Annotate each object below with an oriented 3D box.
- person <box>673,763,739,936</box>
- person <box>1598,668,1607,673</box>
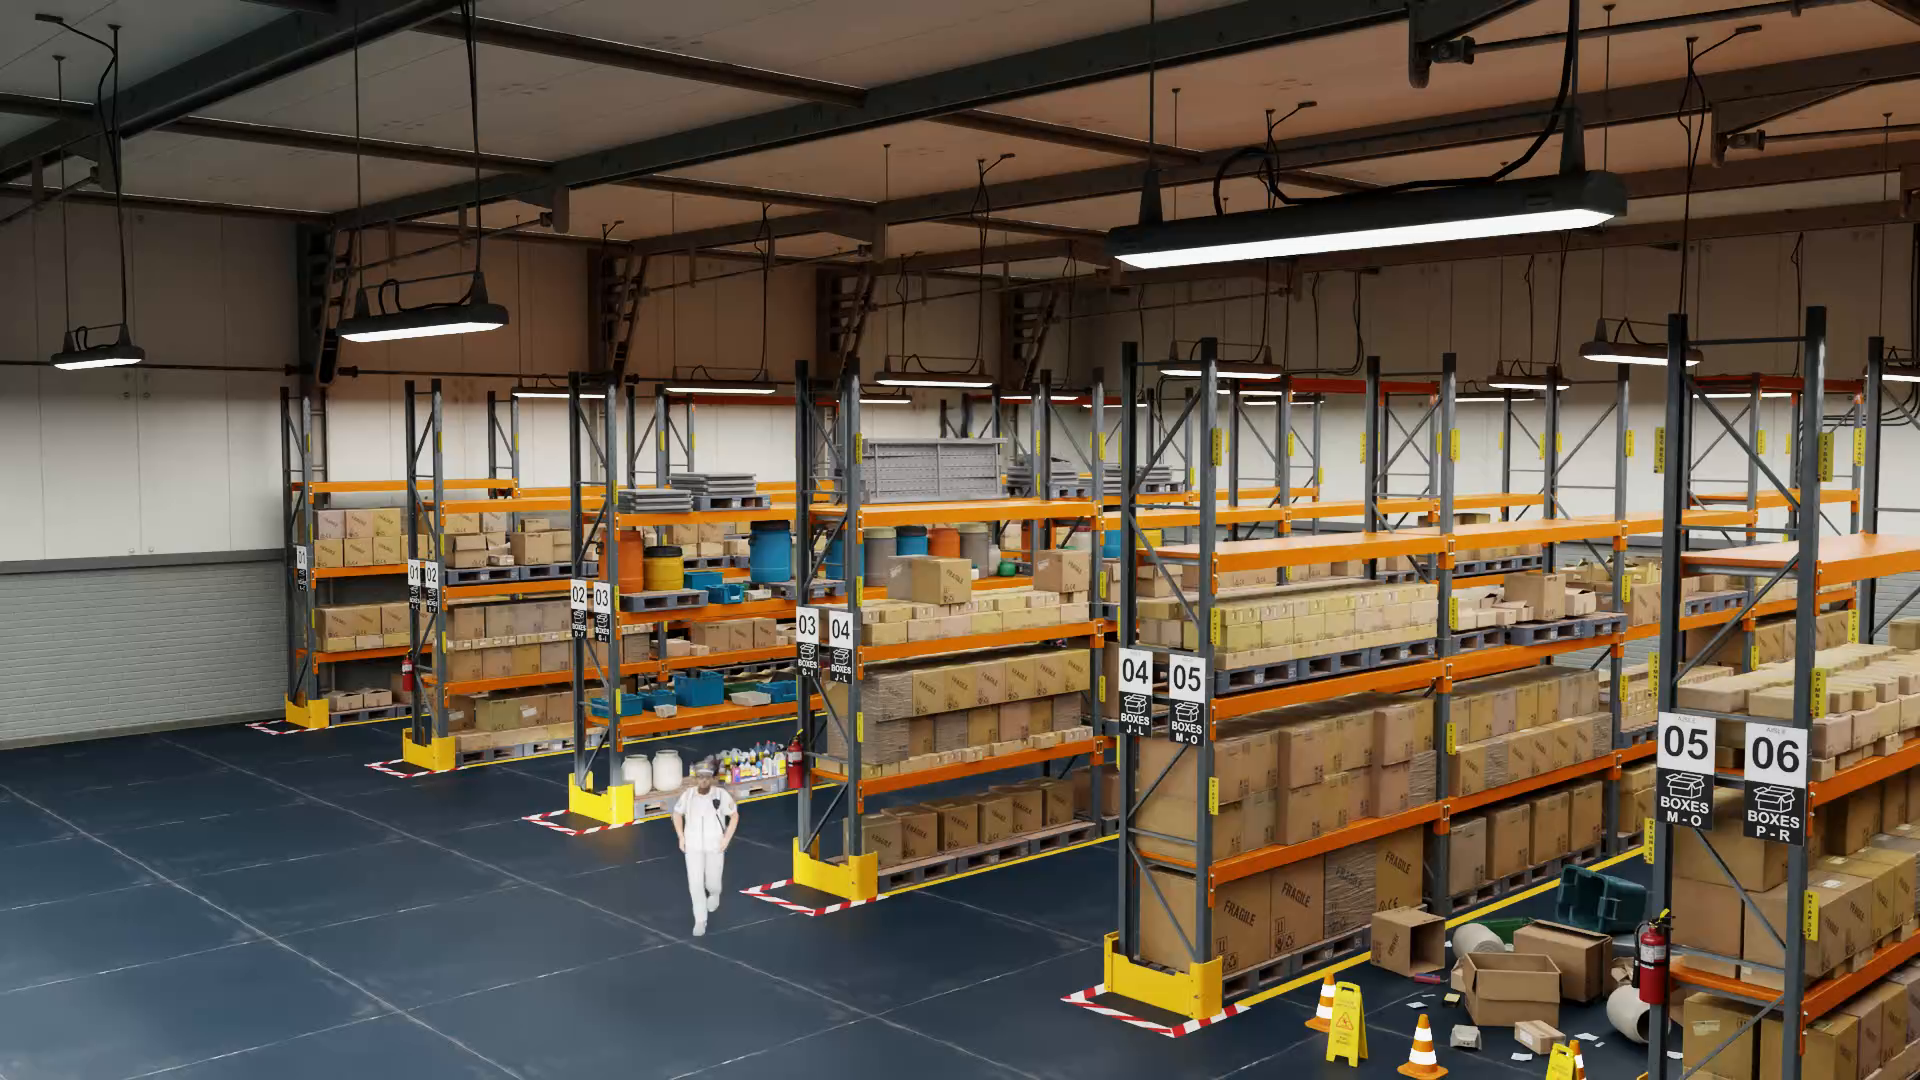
[{"bbox_3d":[-2.669,3.190,17.447,0.690,1.769,0.758,0,4,-5],"label":"person"},{"bbox_3d":[9.533,2.738,24.739,0.903,1.671,0.607,-3,5,-43],"label":"person"}]
